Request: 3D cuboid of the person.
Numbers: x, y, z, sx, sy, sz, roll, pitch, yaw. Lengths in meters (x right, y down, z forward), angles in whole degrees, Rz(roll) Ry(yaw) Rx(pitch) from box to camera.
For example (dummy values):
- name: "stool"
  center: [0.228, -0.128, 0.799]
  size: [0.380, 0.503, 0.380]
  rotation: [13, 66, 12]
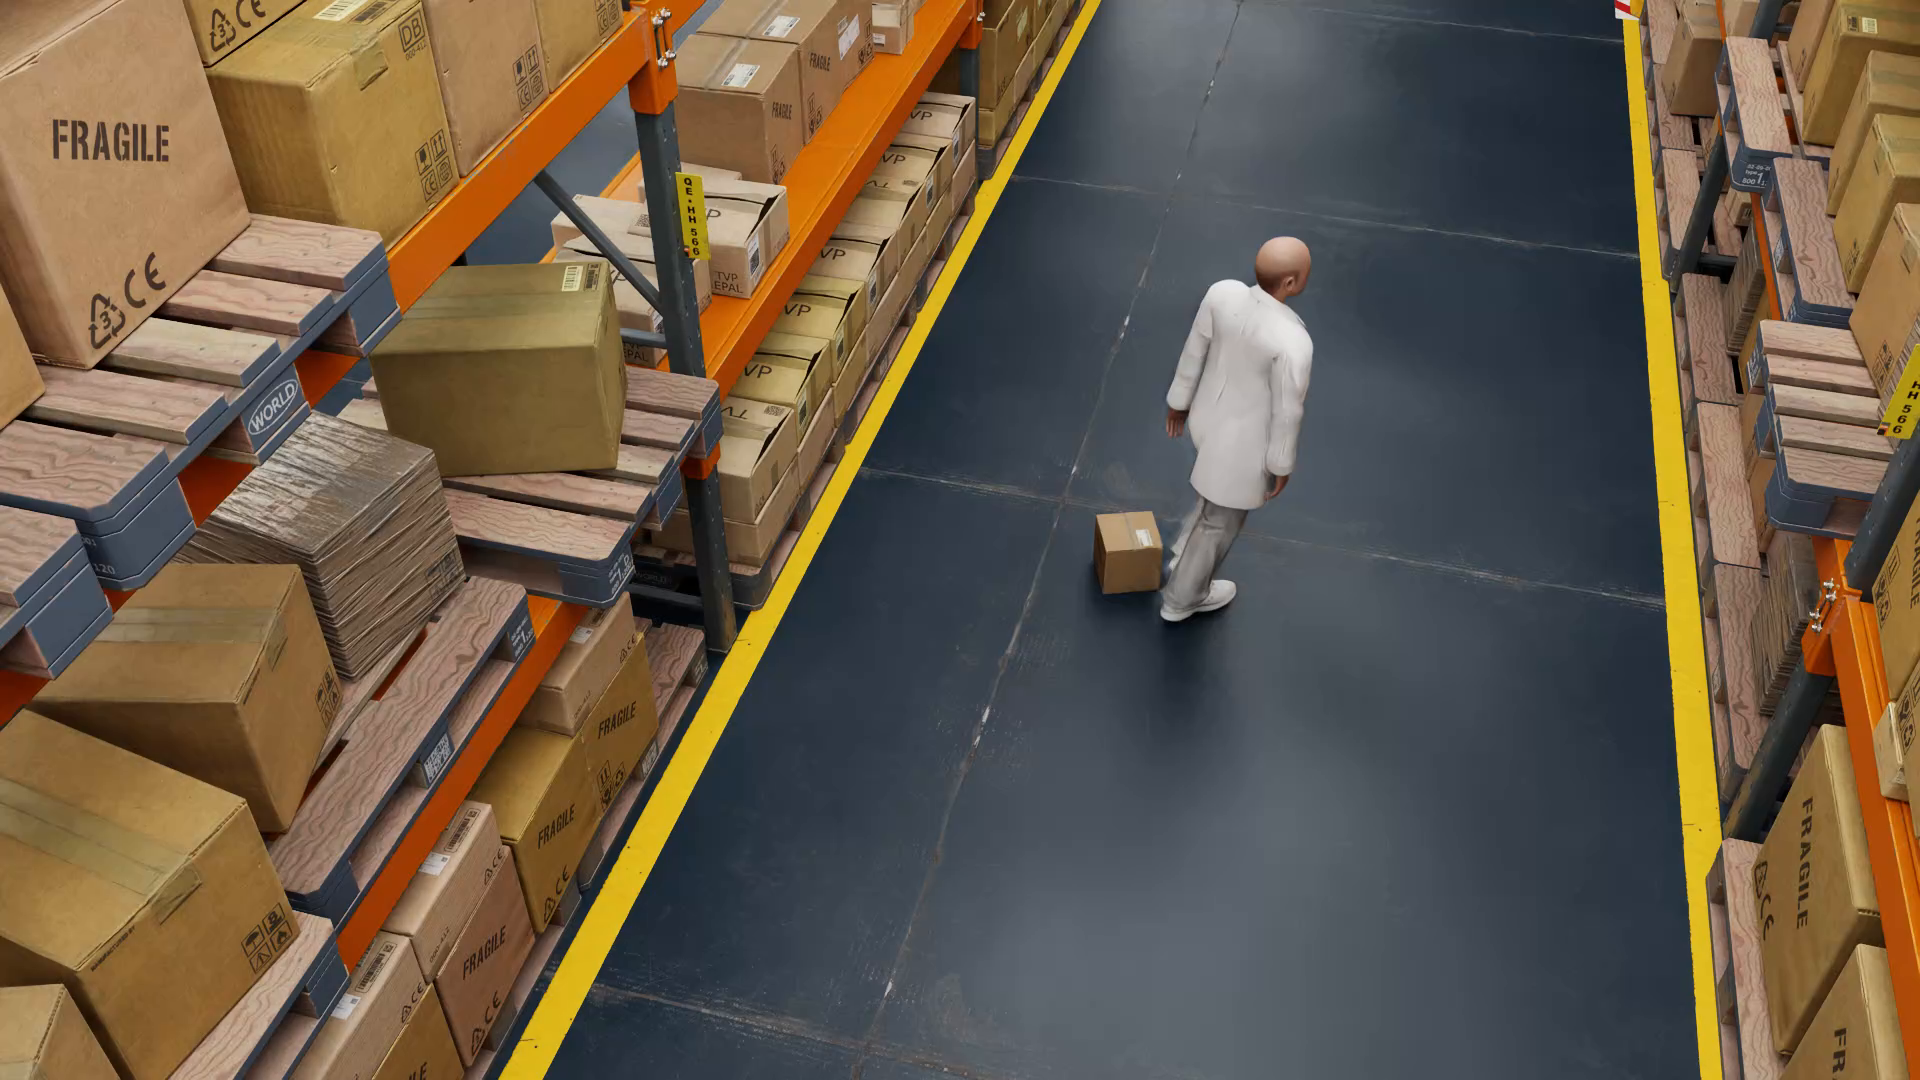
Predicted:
- name: "person"
  center: [1.097, -0.416, 6.624]
  size: [0.551, 1.762, 0.616]
  rotation: [-20, 44, -22]
